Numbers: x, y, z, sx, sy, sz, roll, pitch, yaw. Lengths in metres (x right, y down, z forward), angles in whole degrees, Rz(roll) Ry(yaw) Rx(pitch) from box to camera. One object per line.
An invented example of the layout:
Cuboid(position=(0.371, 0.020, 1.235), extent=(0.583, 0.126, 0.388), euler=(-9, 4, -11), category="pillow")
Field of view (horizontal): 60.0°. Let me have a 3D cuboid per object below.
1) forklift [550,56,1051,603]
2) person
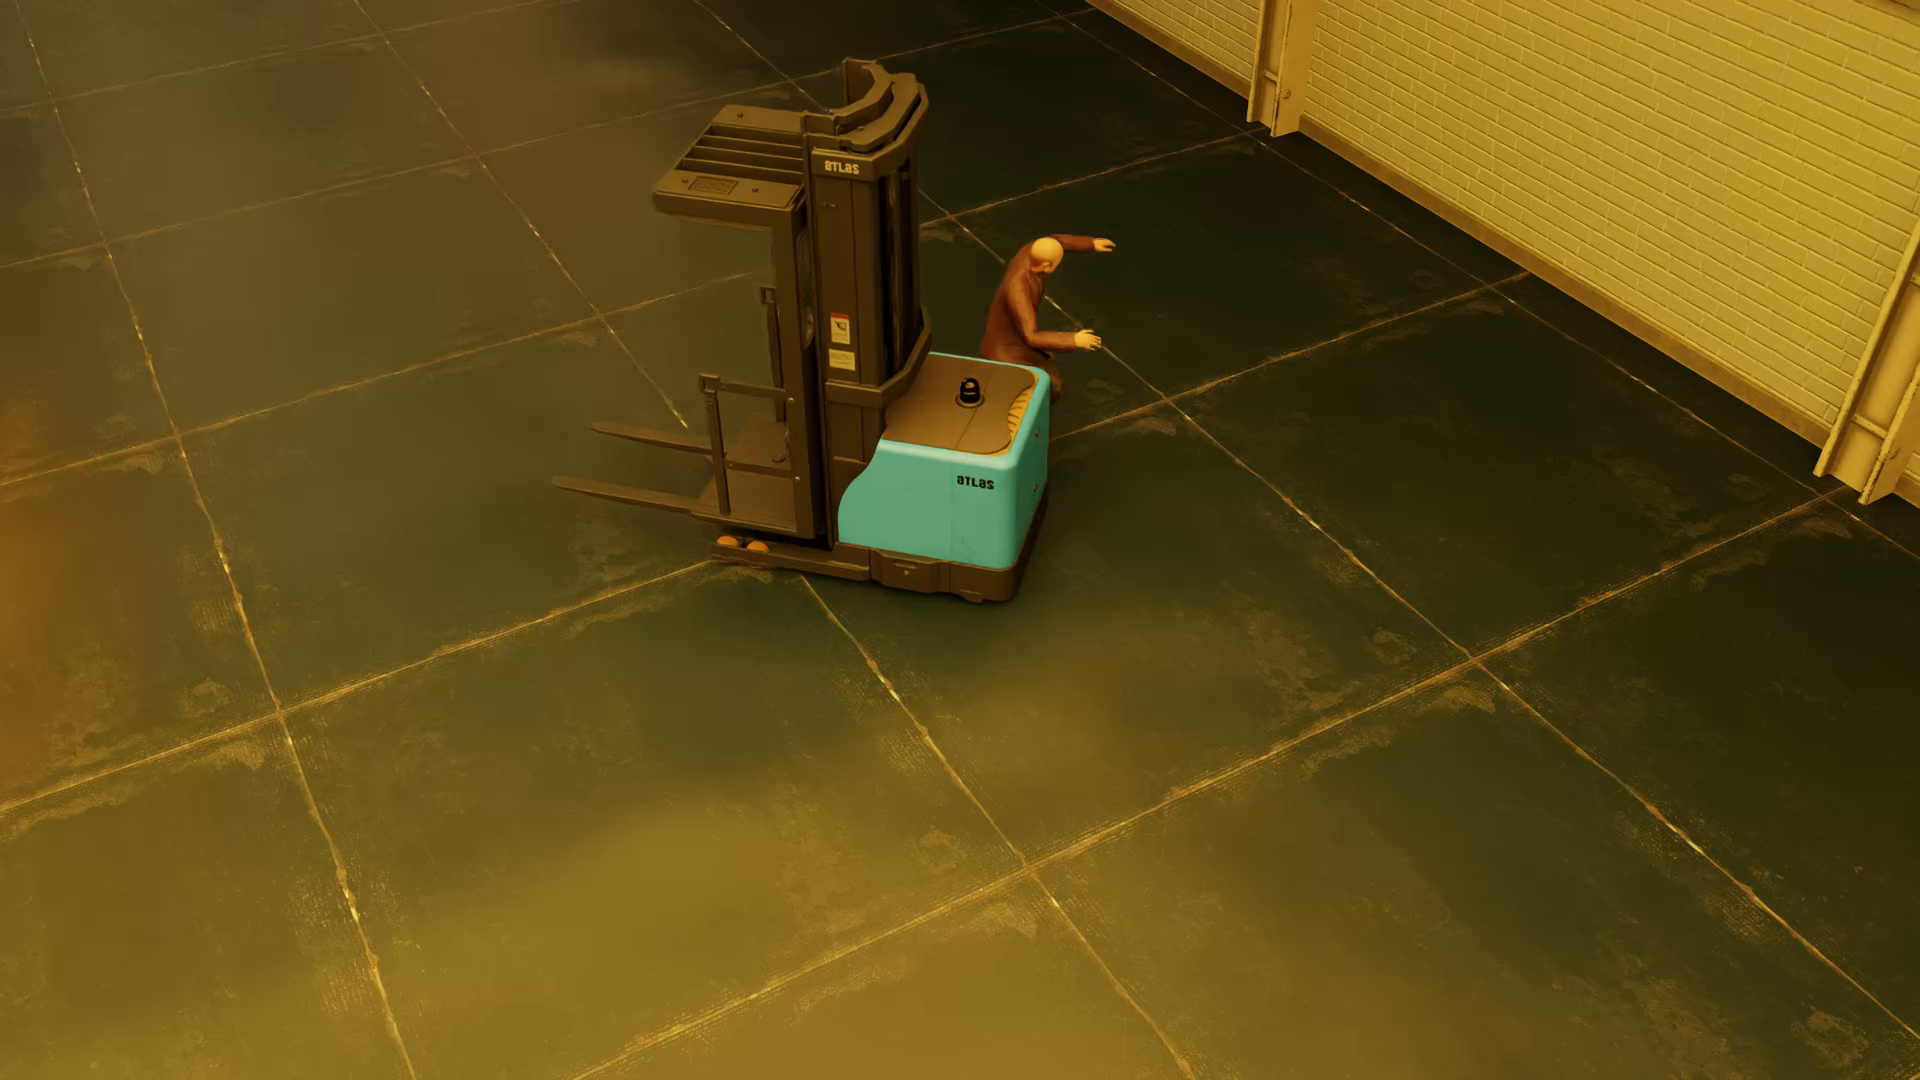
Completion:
Cuboid(position=(-1.021, -1.269, 9.567), extent=(3.031, 2.935, 1.130), euler=(10, 41, 11), category="forklift")
Cuboid(position=(0.525, -1.233, 10.651), extent=(0.804, 1.498, 1.617), euler=(8, 40, 10), category="person")
